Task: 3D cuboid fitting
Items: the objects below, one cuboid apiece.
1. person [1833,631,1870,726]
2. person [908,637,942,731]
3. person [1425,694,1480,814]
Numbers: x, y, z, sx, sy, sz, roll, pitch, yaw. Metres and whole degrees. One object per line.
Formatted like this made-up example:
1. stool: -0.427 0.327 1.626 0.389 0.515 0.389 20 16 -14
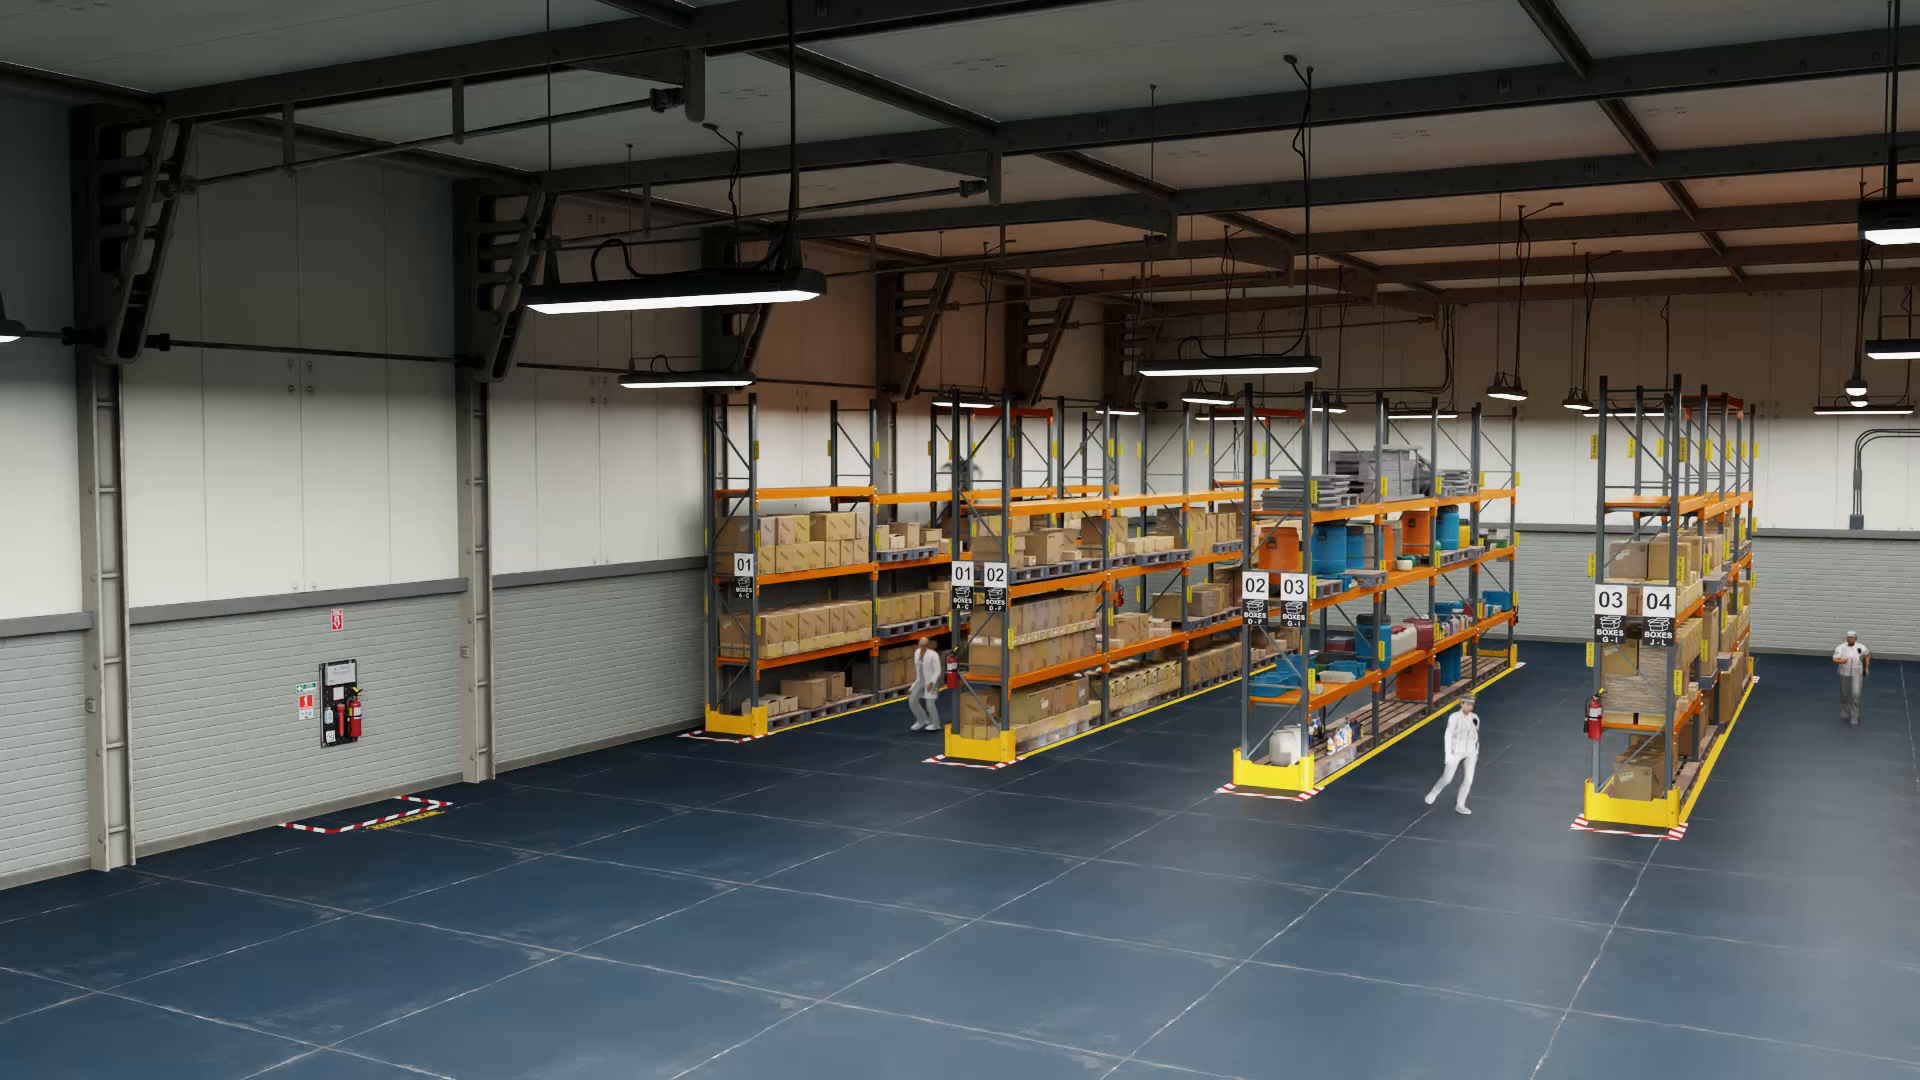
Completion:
1. person: 16.382 2.510 30.581 0.602 1.712 0.852 2 3 28
2. person: -0.580 2.546 29.449 0.706 1.703 0.769 2 4 34
3. person: 6.820 2.926 22.963 0.654 1.650 0.564 0 3 -8
